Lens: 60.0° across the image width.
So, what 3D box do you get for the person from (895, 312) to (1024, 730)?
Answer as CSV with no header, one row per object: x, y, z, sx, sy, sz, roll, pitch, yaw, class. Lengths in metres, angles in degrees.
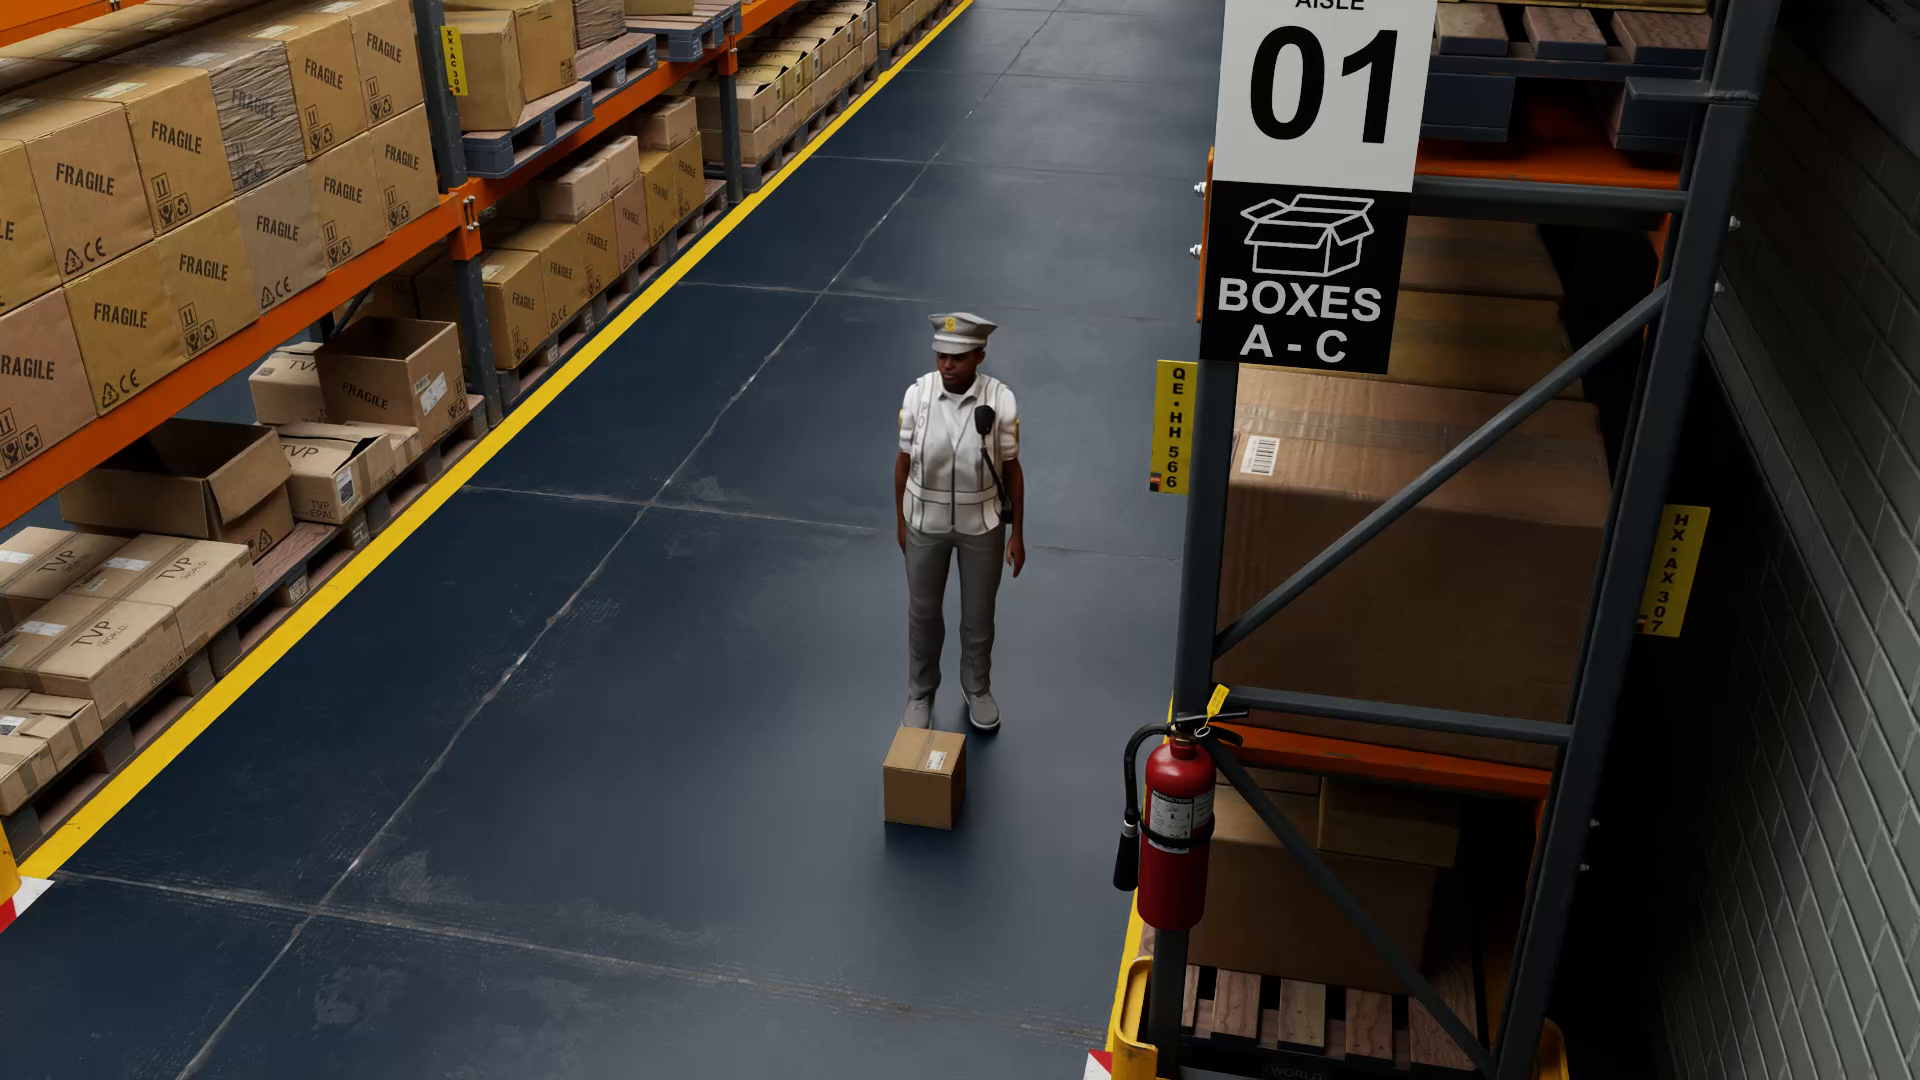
-0.002,-0.050,6.147,0.487,1.696,0.363,3,29,5,person
